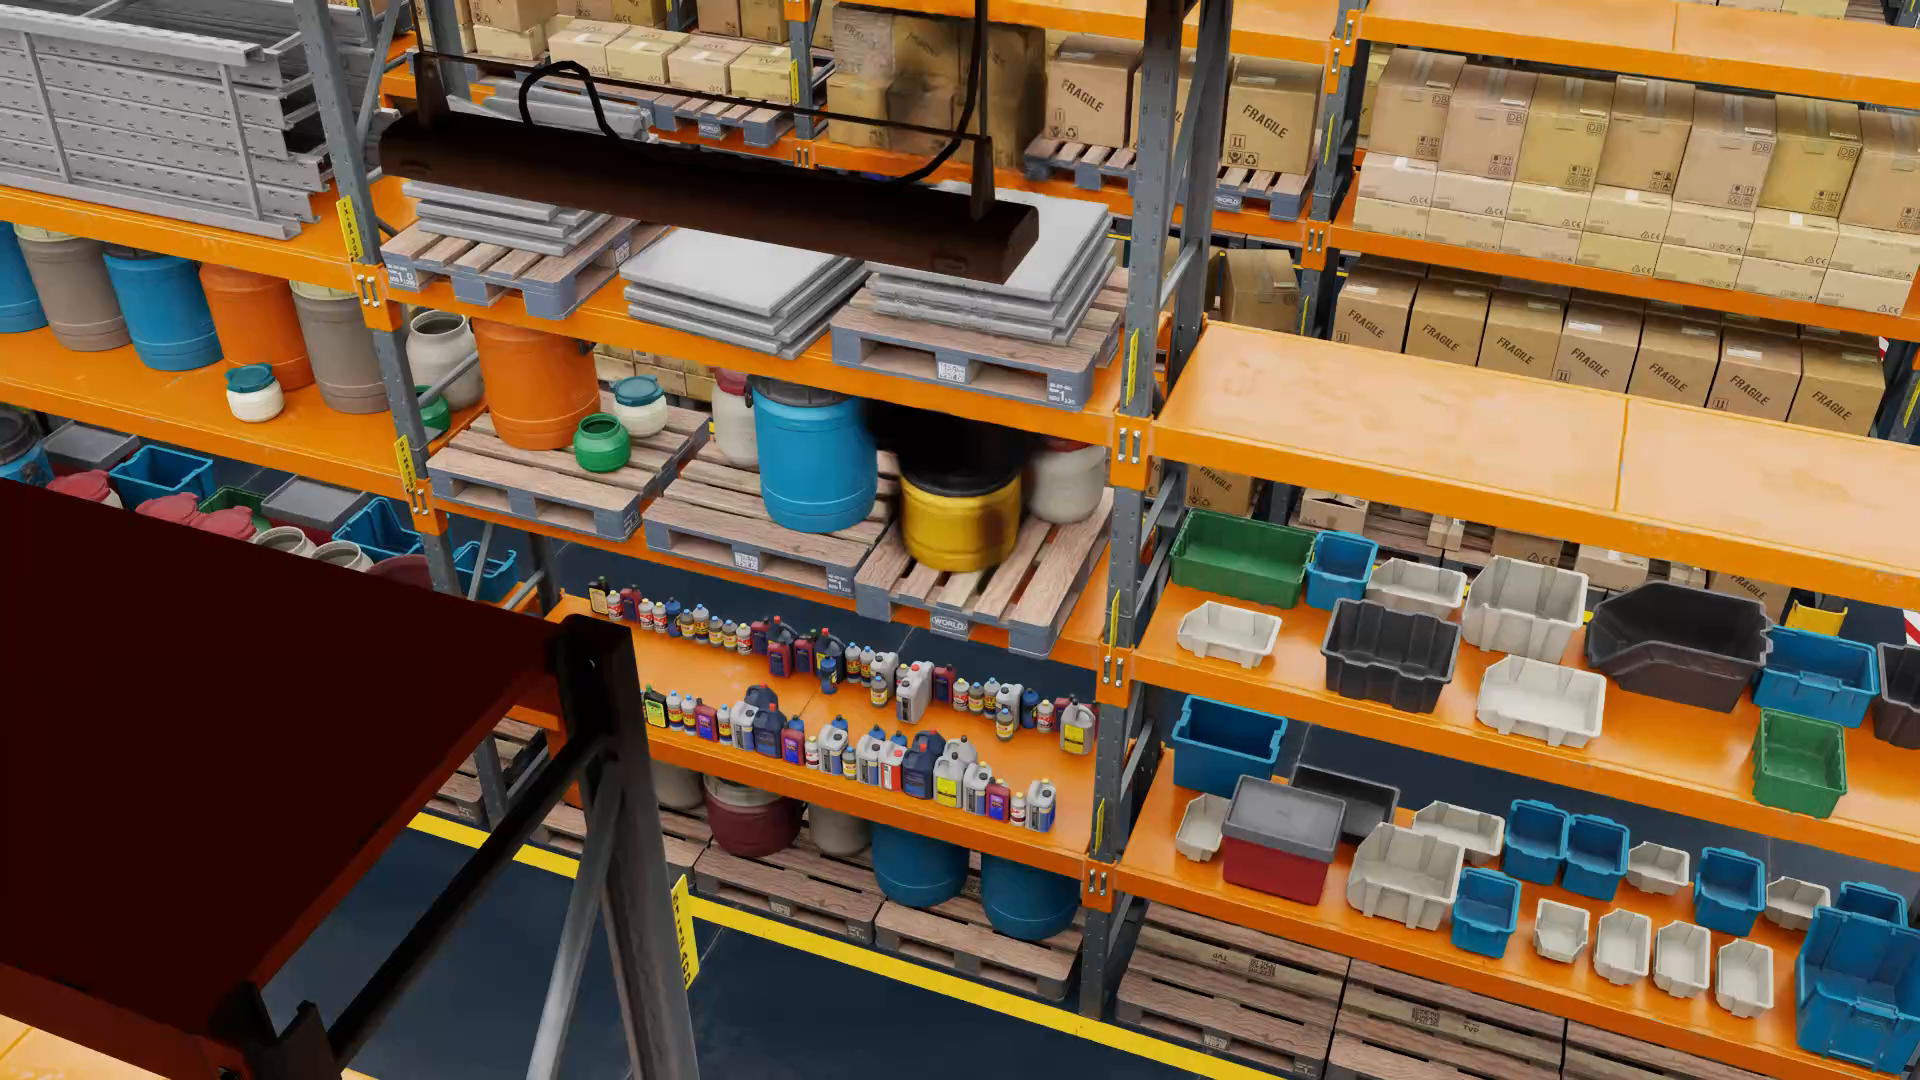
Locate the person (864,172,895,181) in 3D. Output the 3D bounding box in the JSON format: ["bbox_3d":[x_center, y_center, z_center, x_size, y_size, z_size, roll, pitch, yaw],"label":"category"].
[{"bbox_3d":[-0.844,-3.260,16.556,0.653,1.528,0.614,6,37,8],"label":"person"}]

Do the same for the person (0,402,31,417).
[{"bbox_3d":[-8.577,-1.533,13.994,1.135,1.772,0.658,2,37,3],"label":"person"}]
